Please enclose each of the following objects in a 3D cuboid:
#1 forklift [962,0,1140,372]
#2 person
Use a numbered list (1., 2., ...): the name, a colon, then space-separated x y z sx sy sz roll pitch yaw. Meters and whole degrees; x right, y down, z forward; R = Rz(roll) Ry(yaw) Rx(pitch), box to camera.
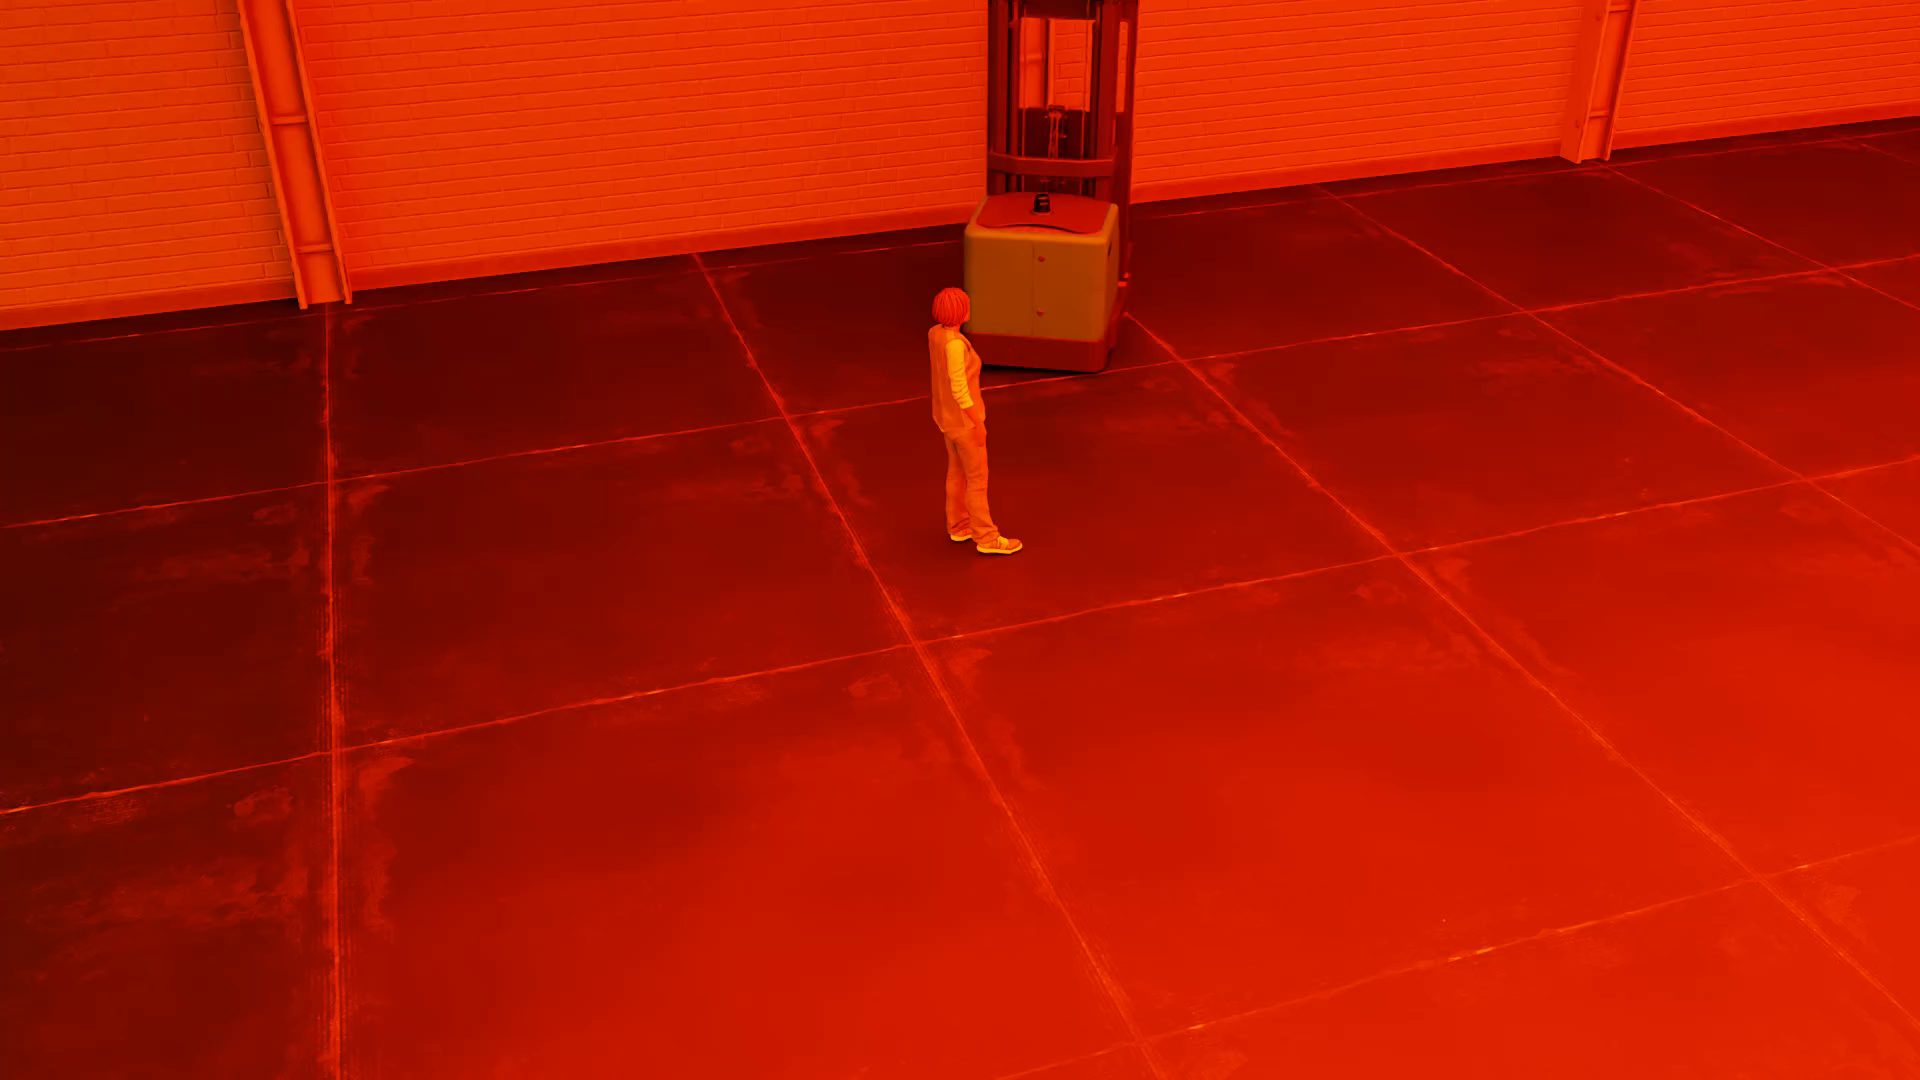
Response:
1. forklift: 0.790 -3.198 12.645 1.130 2.935 3.031 5 30 9
2. person: 0.075 -0.698 9.637 0.473 1.584 0.521 -10 31 -16
